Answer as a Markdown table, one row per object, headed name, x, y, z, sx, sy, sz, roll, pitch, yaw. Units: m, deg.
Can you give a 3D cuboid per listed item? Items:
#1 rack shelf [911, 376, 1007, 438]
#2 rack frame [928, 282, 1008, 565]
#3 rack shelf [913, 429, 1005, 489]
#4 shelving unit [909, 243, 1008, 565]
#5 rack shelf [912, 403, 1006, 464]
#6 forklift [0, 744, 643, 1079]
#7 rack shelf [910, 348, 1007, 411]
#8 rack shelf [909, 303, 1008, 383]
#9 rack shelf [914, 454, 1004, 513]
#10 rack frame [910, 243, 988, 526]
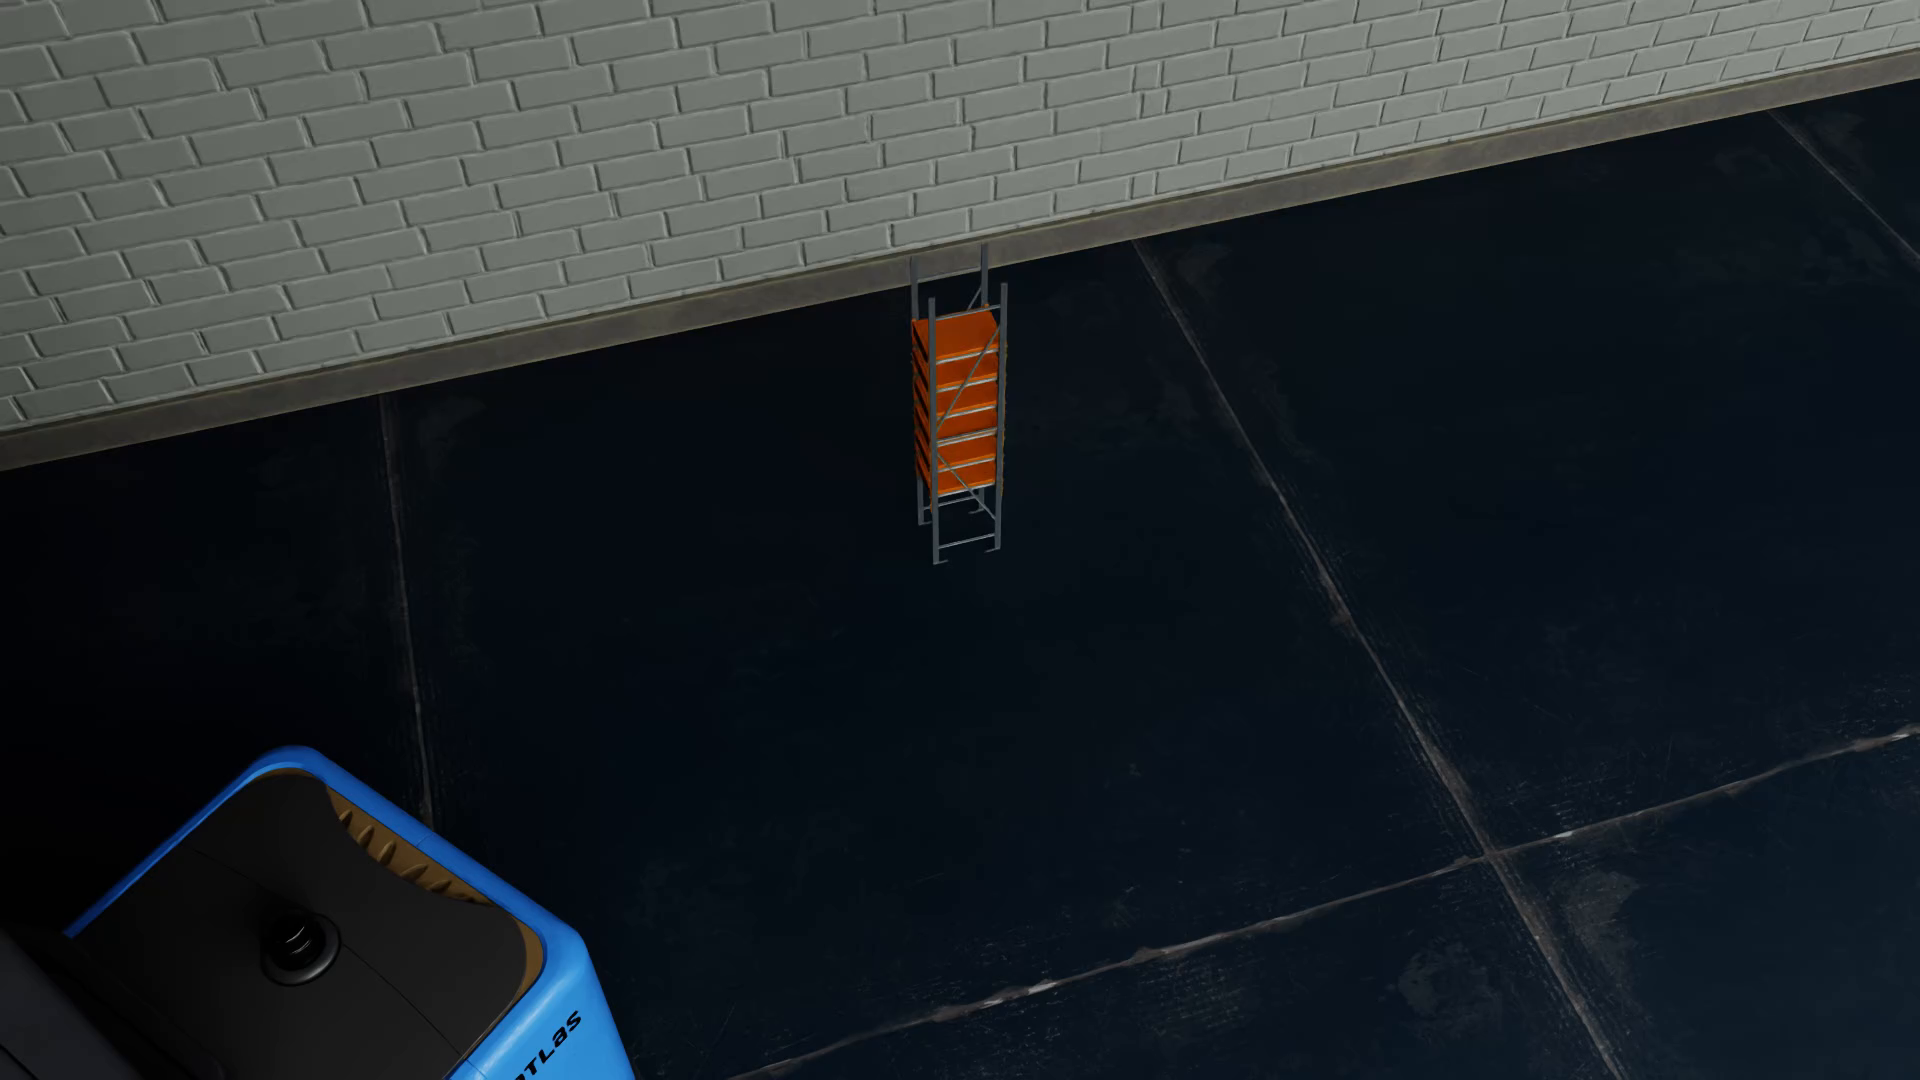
| name | x | y | z | sx | sy | sz | roll | pitch | yaw |
| --- | --- | --- | --- | --- | --- | --- | --- | --- | --- |
| rack shelf | -0.004 | -0.446 | 5.242 | 0.258 | 0.103 | 0.180 | -13 | 51 | -11 |
| rack frame | 0.023 | -0.330 | 5.244 | 0.240 | 1.200 | 0.006 | -13 | 51 | -11 |
| rack shelf | -0.004 | -0.291 | 5.426 | 0.258 | 0.103 | 0.180 | -13 | 51 | -11 |
| shelving unit | -0.004 | -0.397 | 5.300 | 0.258 | 1.200 | 0.189 | -13 | 51 | -11 |
| rack shelf | -0.004 | -0.369 | 5.334 | 0.258 | 0.103 | 0.180 | -13 | 51 | -11 |
| forklift | -2.042 | 1.350 | 2.695 | 1.130 | 2.935 | 3.031 | 27 | 55 | 21 |
| rack shelf | -0.004 | -0.523 | 5.151 | 0.258 | 0.103 | 0.180 | -13 | 51 | -11 |
| rack shelf | -0.004 | -0.601 | 5.059 | 0.258 | 0.103 | 0.180 | -13 | 51 | -11 |
| rack shelf | -0.004 | -0.214 | 5.518 | 0.258 | 0.103 | 0.180 | -13 | 51 | -11 |
| rack frame | -0.031 | -0.464 | 5.357 | 0.240 | 1.200 | 0.006 | -13 | 51 | -11 |
